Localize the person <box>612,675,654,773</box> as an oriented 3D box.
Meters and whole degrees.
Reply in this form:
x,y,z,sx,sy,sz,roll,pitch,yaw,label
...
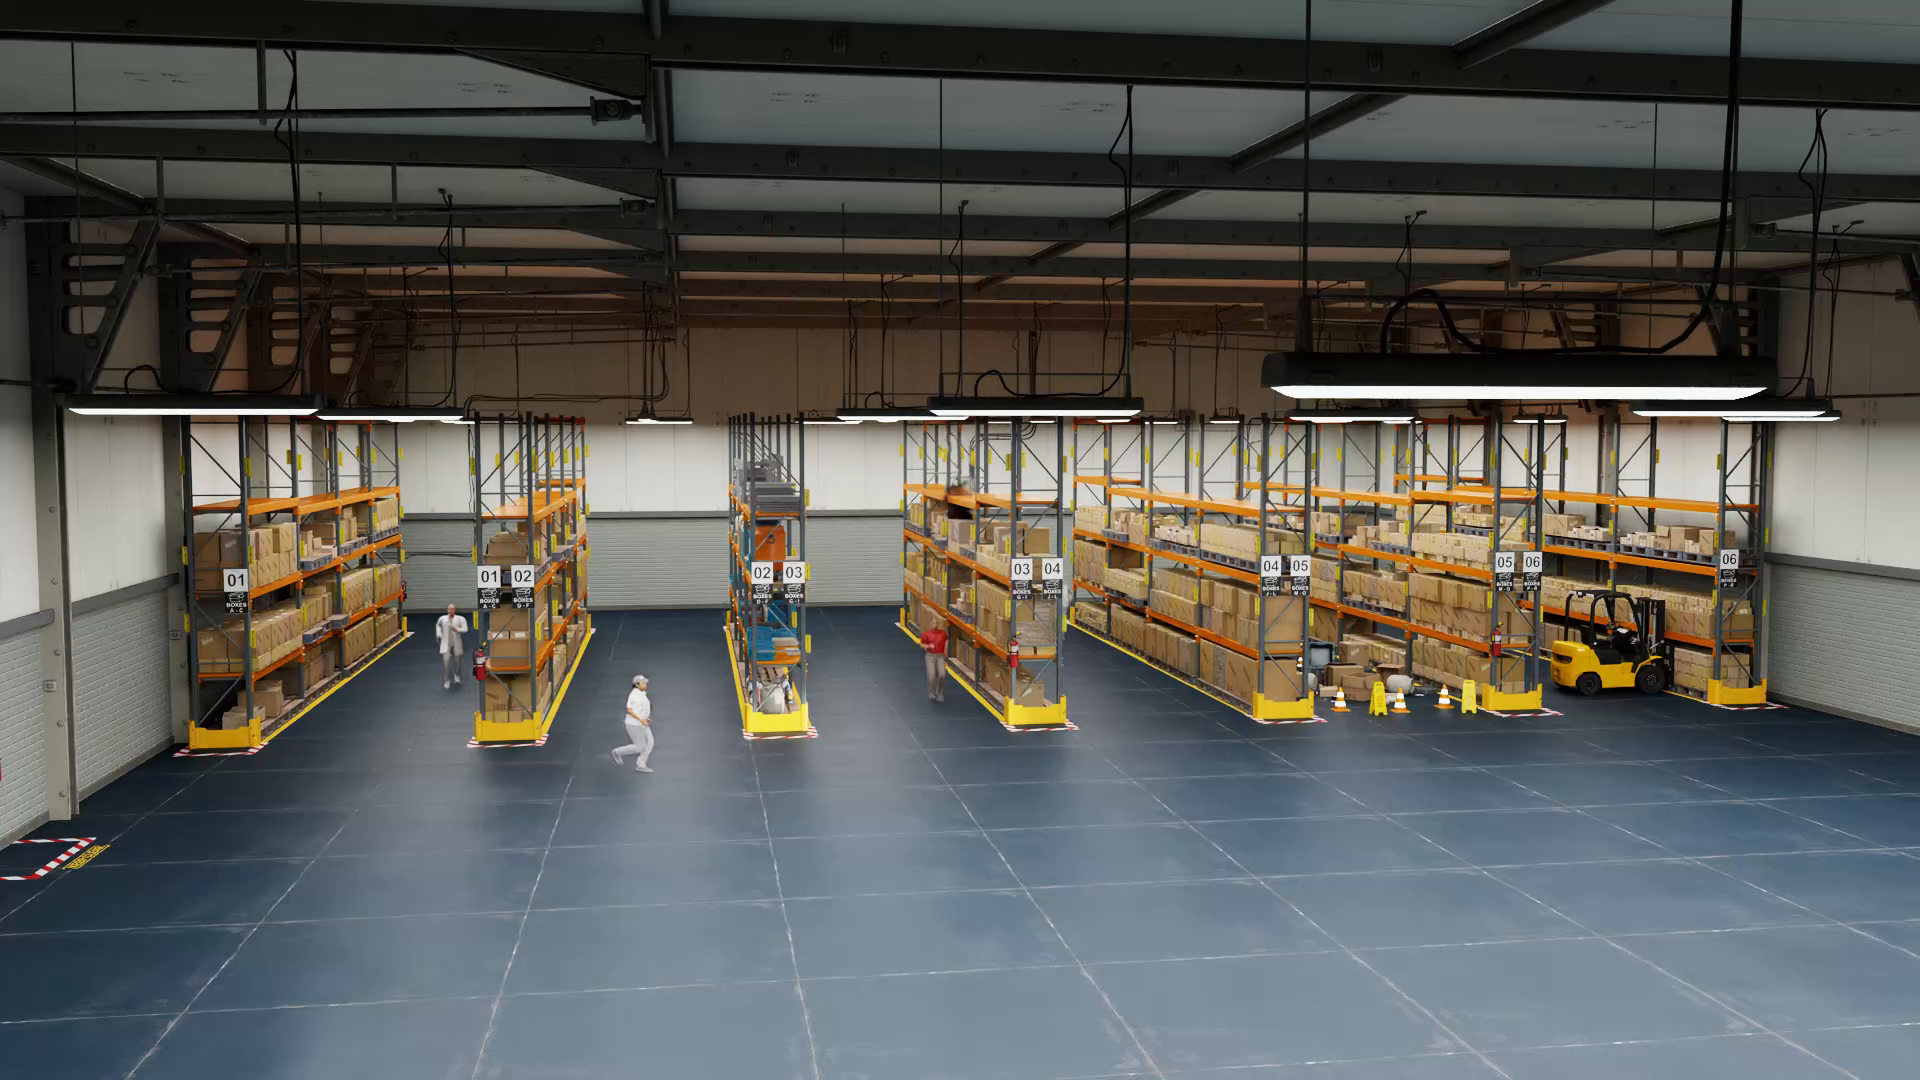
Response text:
x,y,z,sx,sy,sz,roll,pitch,yaw,label
-5.418,3.049,27.579,0.666,1.627,0.595,0,4,6,person

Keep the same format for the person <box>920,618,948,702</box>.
x,y,z,sx,sy,sz,roll,pitch,yaw,label
-0.505,2.521,34.703,0.641,1.762,0.697,-1,4,-11,person

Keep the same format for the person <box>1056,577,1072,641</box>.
x,y,z,sx,sy,sz,roll,pitch,yaw,label
2.711,1.807,44.917,0.670,1.770,0.830,-1,4,-10,person

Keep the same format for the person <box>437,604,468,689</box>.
x,y,z,sx,sy,sz,roll,pitch,yaw,label
-11.207,2.319,36.684,0.689,1.808,0.983,-1,4,-12,person
